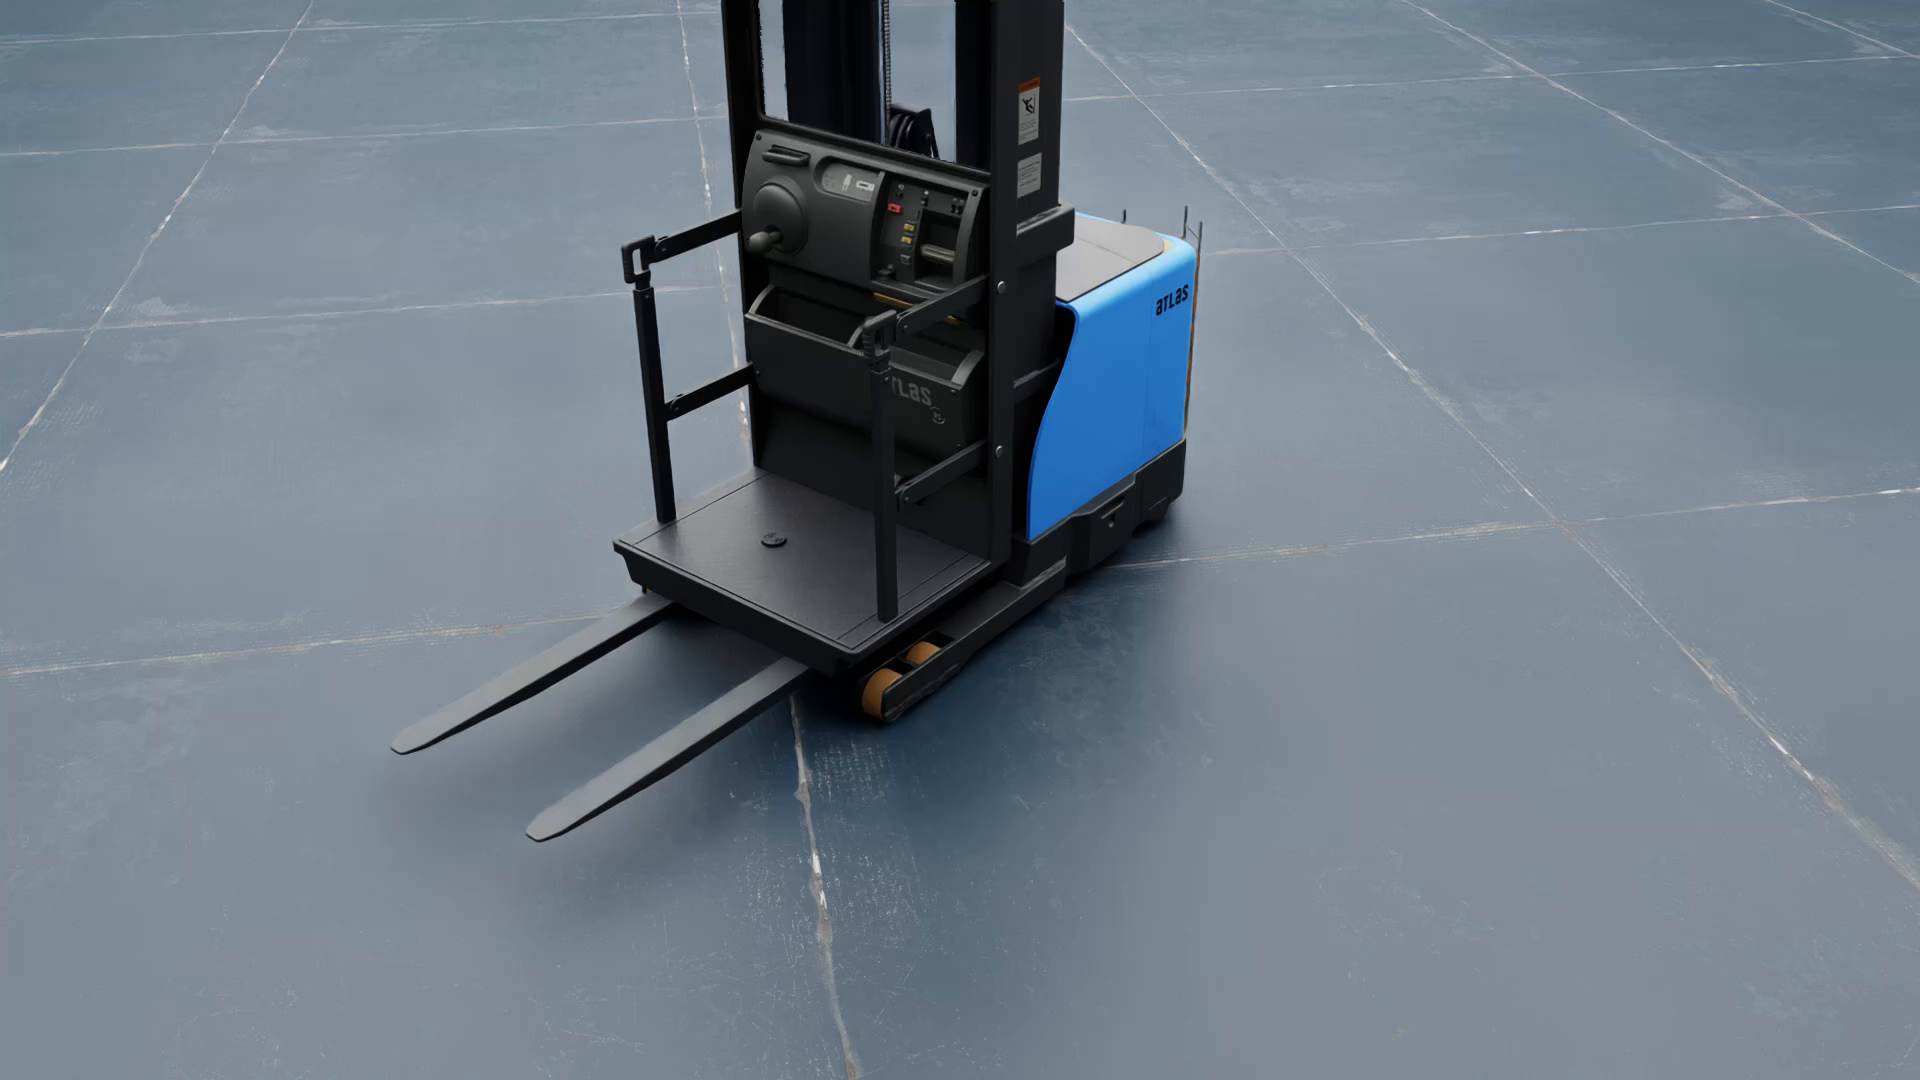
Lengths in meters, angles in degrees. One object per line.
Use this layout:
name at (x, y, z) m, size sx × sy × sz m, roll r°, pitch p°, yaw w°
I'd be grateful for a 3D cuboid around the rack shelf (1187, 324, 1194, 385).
rack shelf at (0.762, -0.759, 6.526) m, size 0.240 × 0.259 × 0.215 m, roll -5°, pitch 31°, yaw -9°

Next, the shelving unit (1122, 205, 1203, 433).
shelving unit at (0.762, -0.768, 6.521) m, size 0.252 × 1.050 × 0.215 m, roll -5°, pitch 31°, yaw -9°

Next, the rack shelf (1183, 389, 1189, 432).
rack shelf at (0.762, -0.519, 6.667) m, size 0.240 × 0.259 × 0.215 m, roll -5°, pitch 31°, yaw -9°

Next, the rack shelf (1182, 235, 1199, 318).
rack shelf at (0.762, -1.004, 6.382) m, size 0.240 × 0.259 × 0.215 m, roll -5°, pitch 31°, yaw -9°

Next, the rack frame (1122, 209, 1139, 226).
rack frame at (0.642, -0.757, 6.501) m, size 0.008 × 1.050 × 0.200 m, roll -5°, pitch 31°, yaw -9°

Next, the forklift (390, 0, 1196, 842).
forklift at (-0.447, -0.972, 5.011) m, size 1.130 × 2.935 × 3.031 m, roll 22°, pitch 37°, yaw 32°

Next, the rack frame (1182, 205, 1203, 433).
rack frame at (0.882, -0.780, 6.540) m, size 0.008 × 1.050 × 0.200 m, roll -5°, pitch 31°, yaw -9°
